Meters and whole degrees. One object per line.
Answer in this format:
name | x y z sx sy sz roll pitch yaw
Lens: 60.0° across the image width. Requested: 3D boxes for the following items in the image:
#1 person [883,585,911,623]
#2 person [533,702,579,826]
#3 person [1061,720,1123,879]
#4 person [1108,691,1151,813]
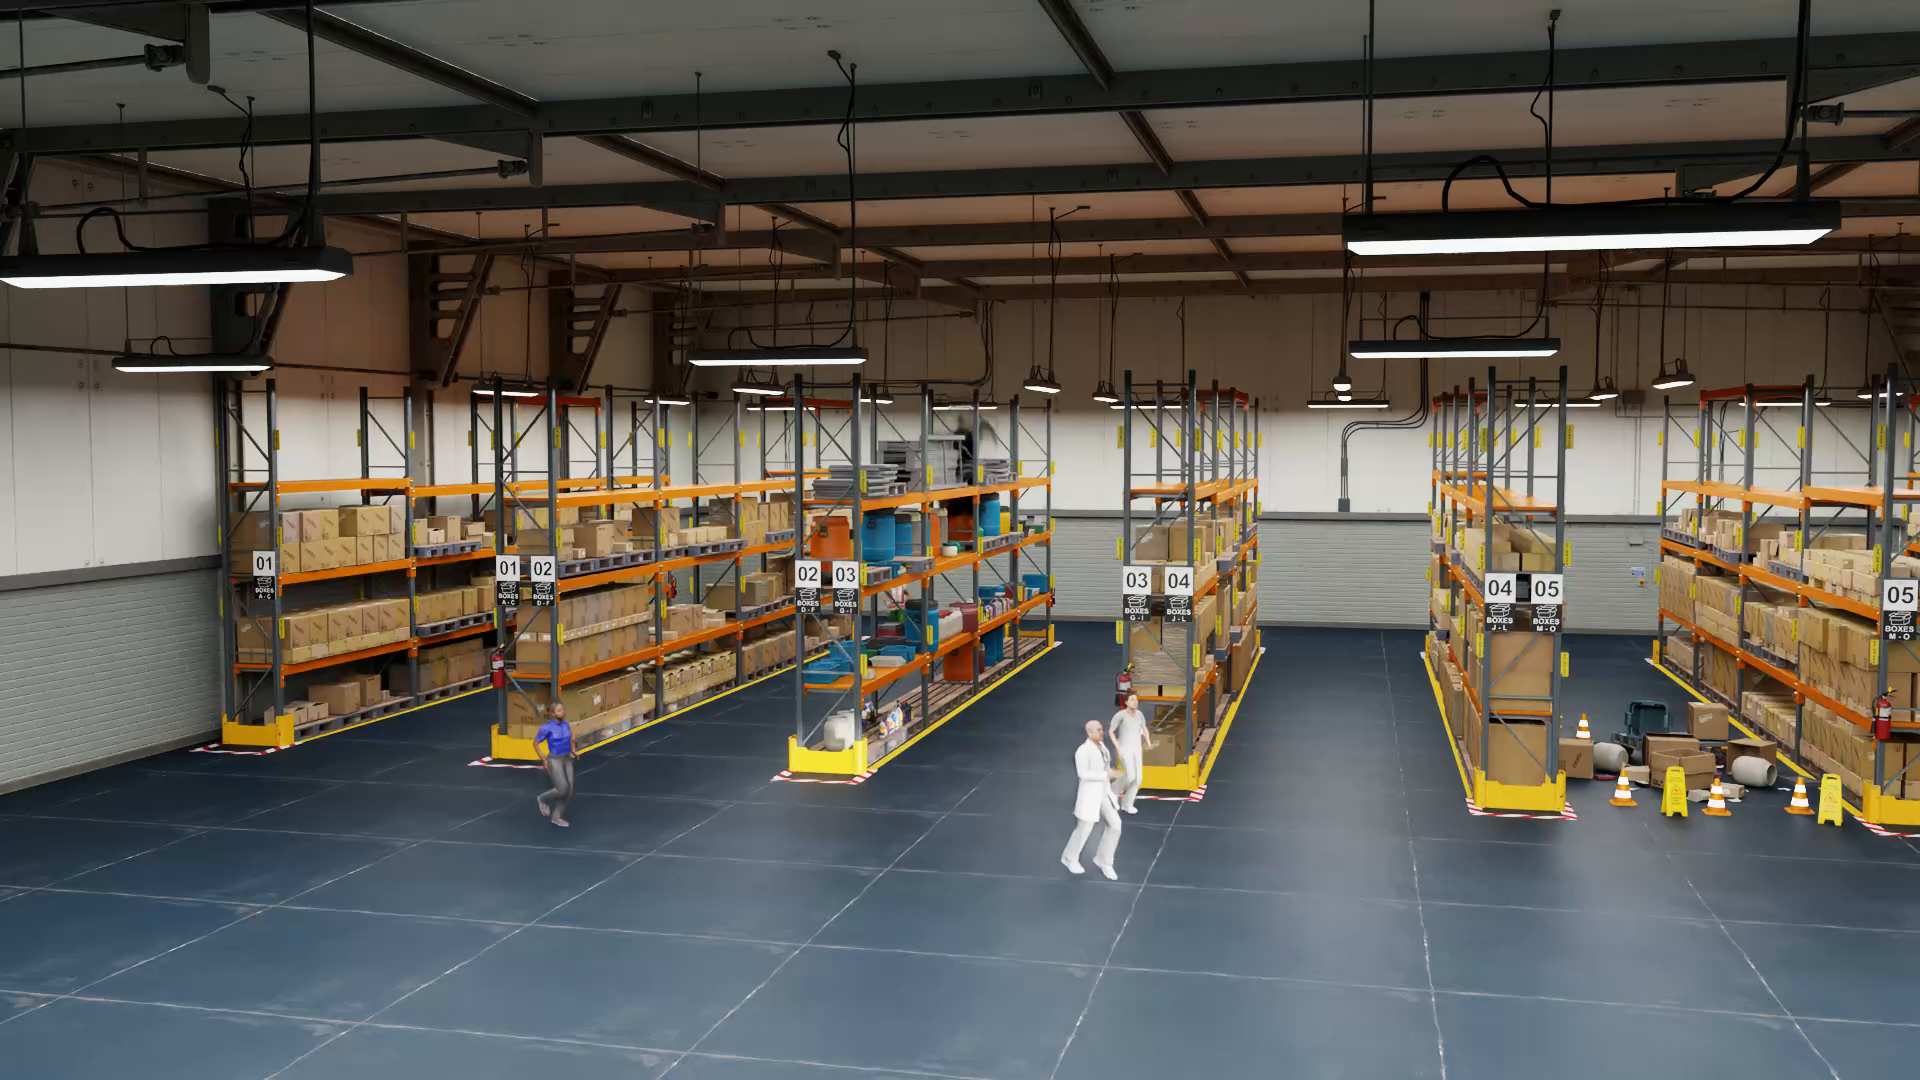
person | -1.518 1.709 40.187 0.685 1.789 0.960 0 3 3
person | -5.210 2.912 21.605 0.555 1.614 0.582 2 4 36
person | 1.520 2.979 19.001 0.840 1.856 0.709 3 5 40
person | 2.283 2.847 22.425 0.583 1.638 0.568 -2 4 -31
